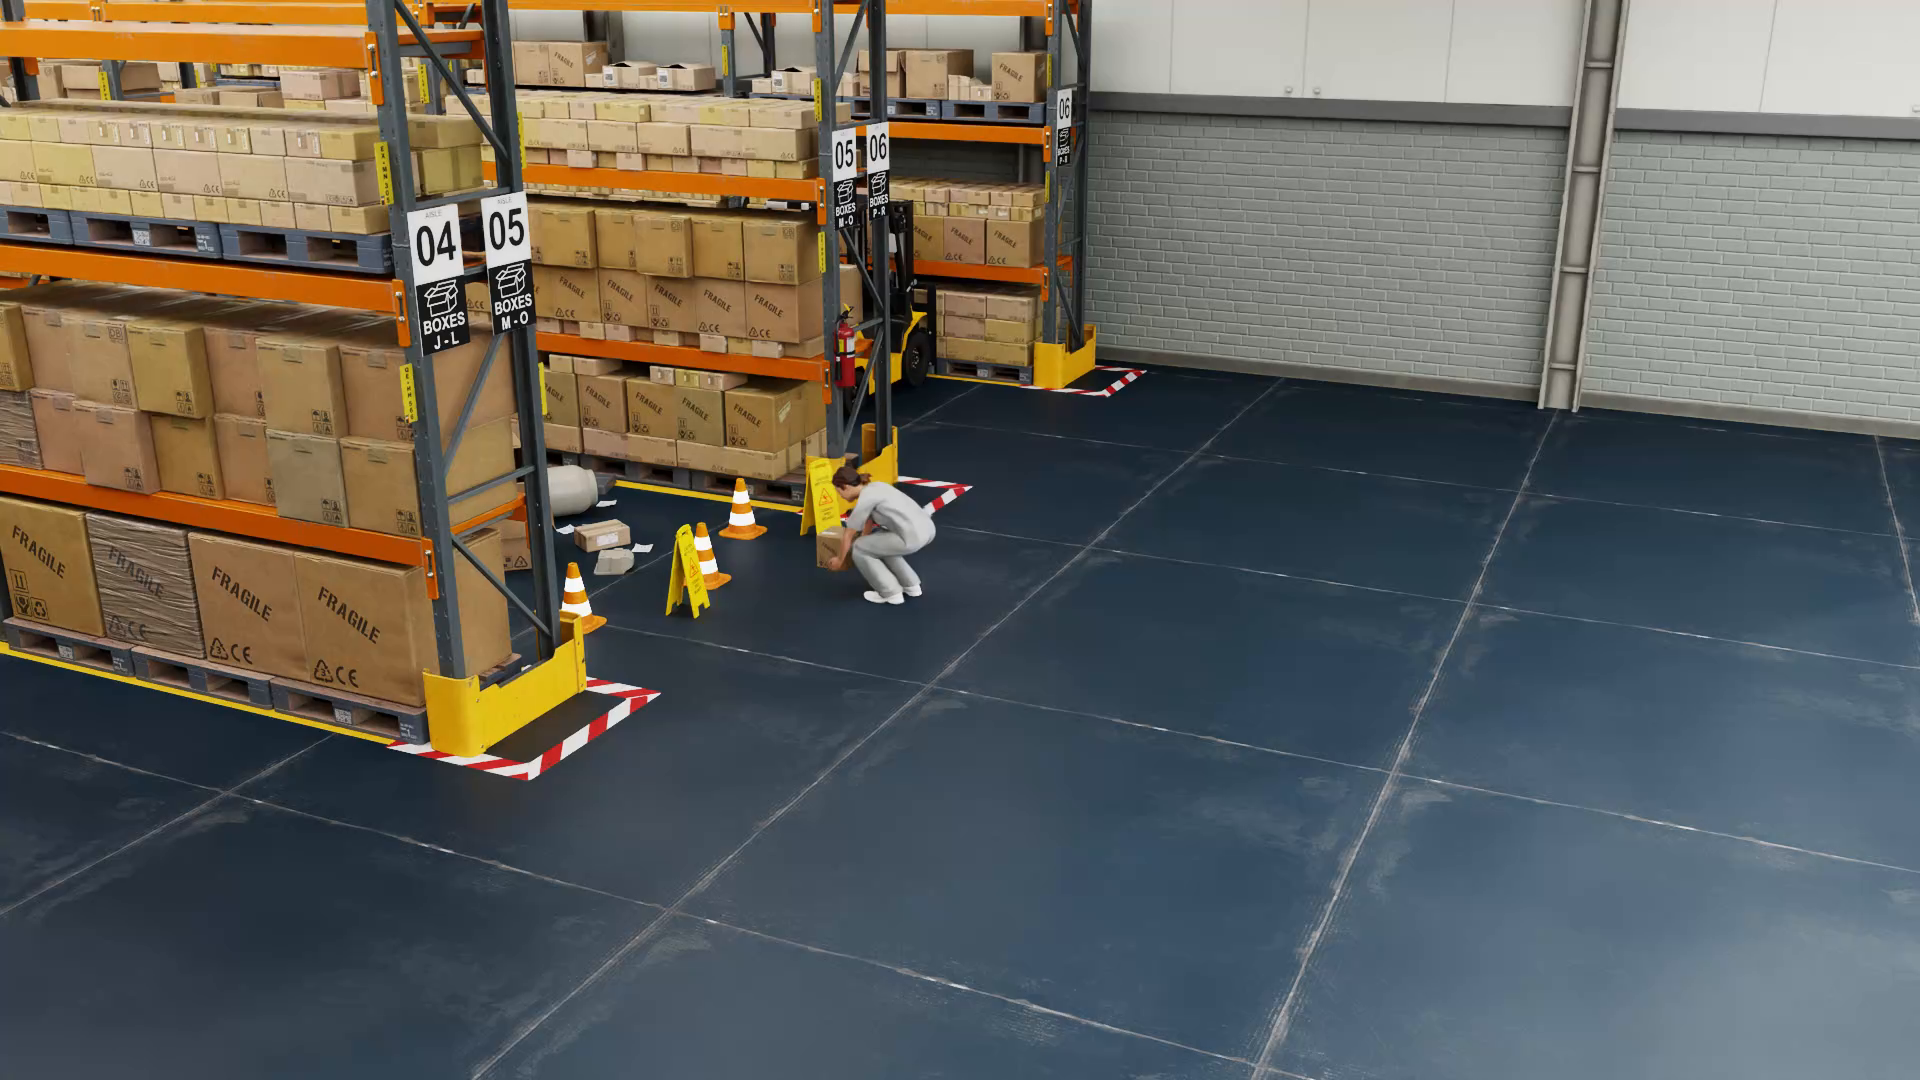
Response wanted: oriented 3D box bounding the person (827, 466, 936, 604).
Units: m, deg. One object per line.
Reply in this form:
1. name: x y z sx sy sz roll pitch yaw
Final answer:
1. person: -0.578 -0.020 12.248 0.783 0.943 0.486 8 21 23
